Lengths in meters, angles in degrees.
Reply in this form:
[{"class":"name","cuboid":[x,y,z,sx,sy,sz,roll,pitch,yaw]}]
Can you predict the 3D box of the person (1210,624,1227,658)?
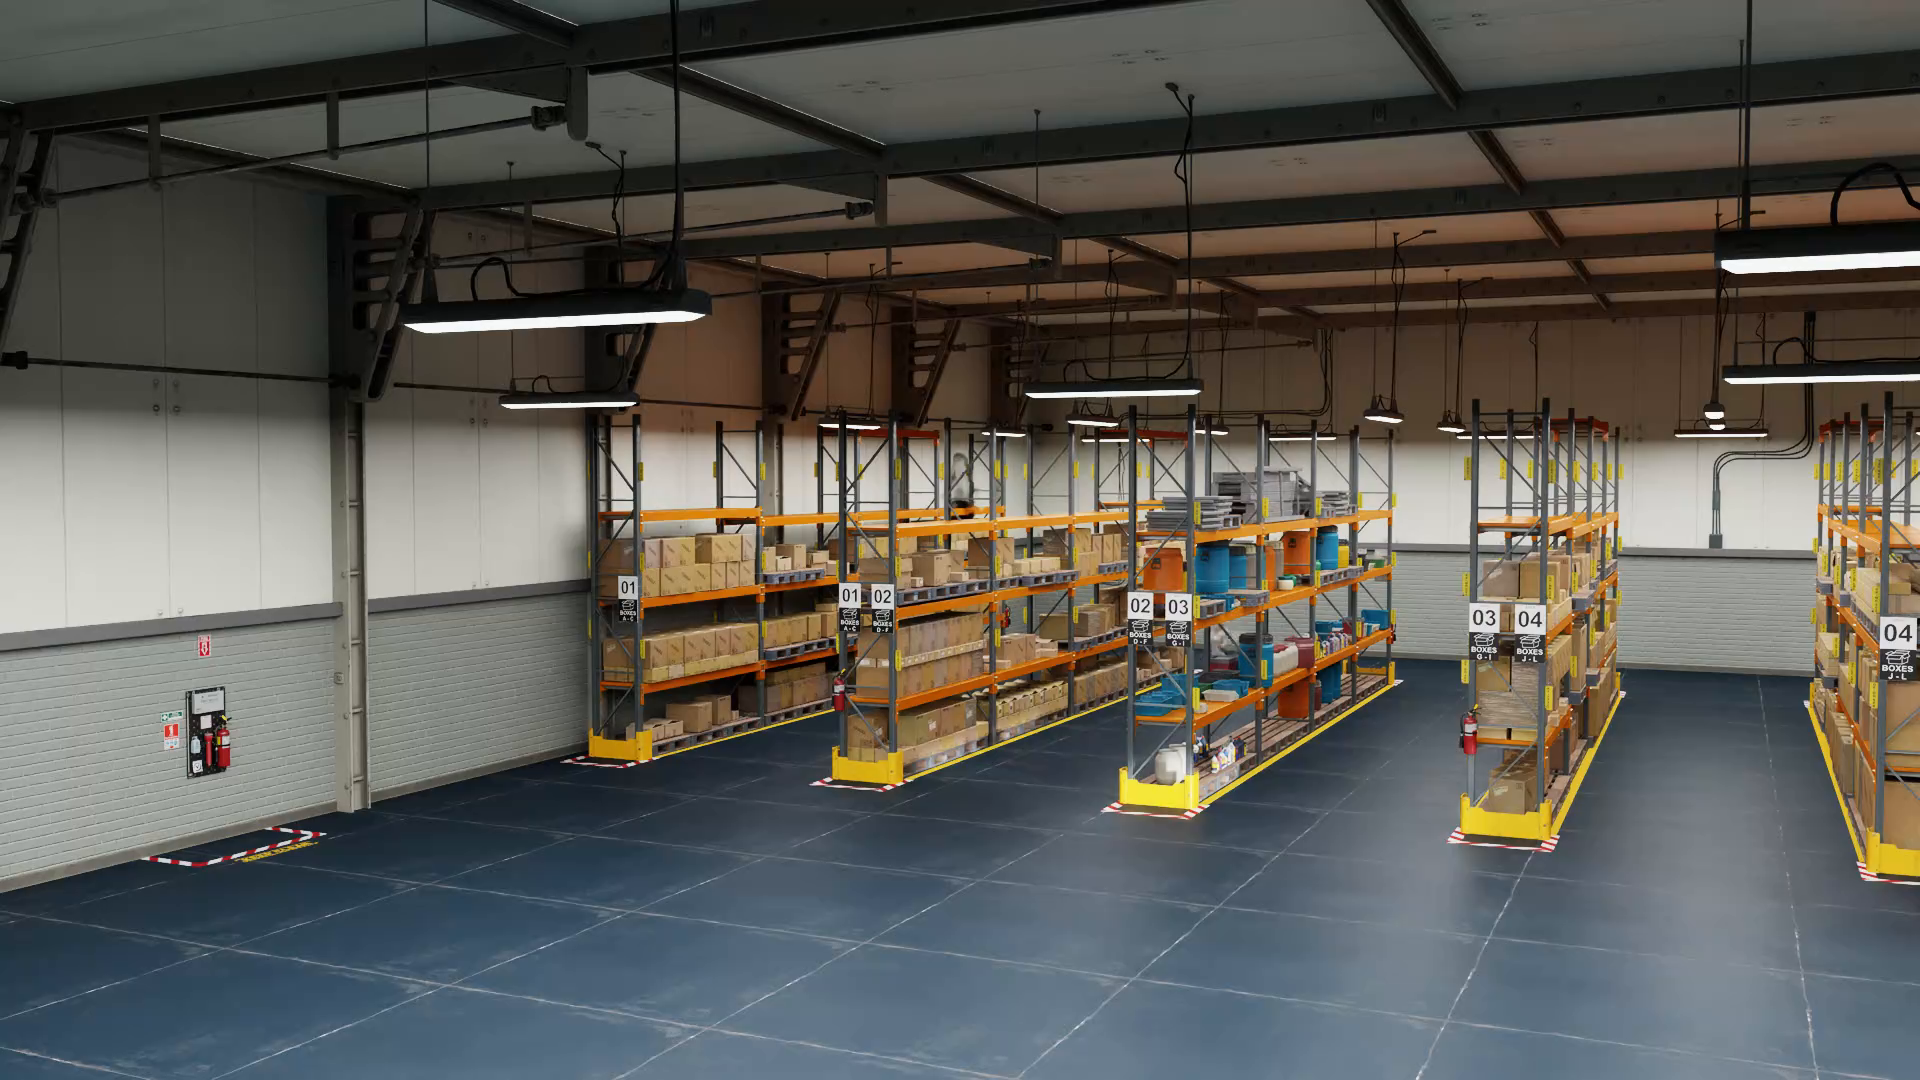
[{"class":"person","cuboid":[5.846,2.637,38.064,0.517,1.565,0.621,1,2,13]}]
